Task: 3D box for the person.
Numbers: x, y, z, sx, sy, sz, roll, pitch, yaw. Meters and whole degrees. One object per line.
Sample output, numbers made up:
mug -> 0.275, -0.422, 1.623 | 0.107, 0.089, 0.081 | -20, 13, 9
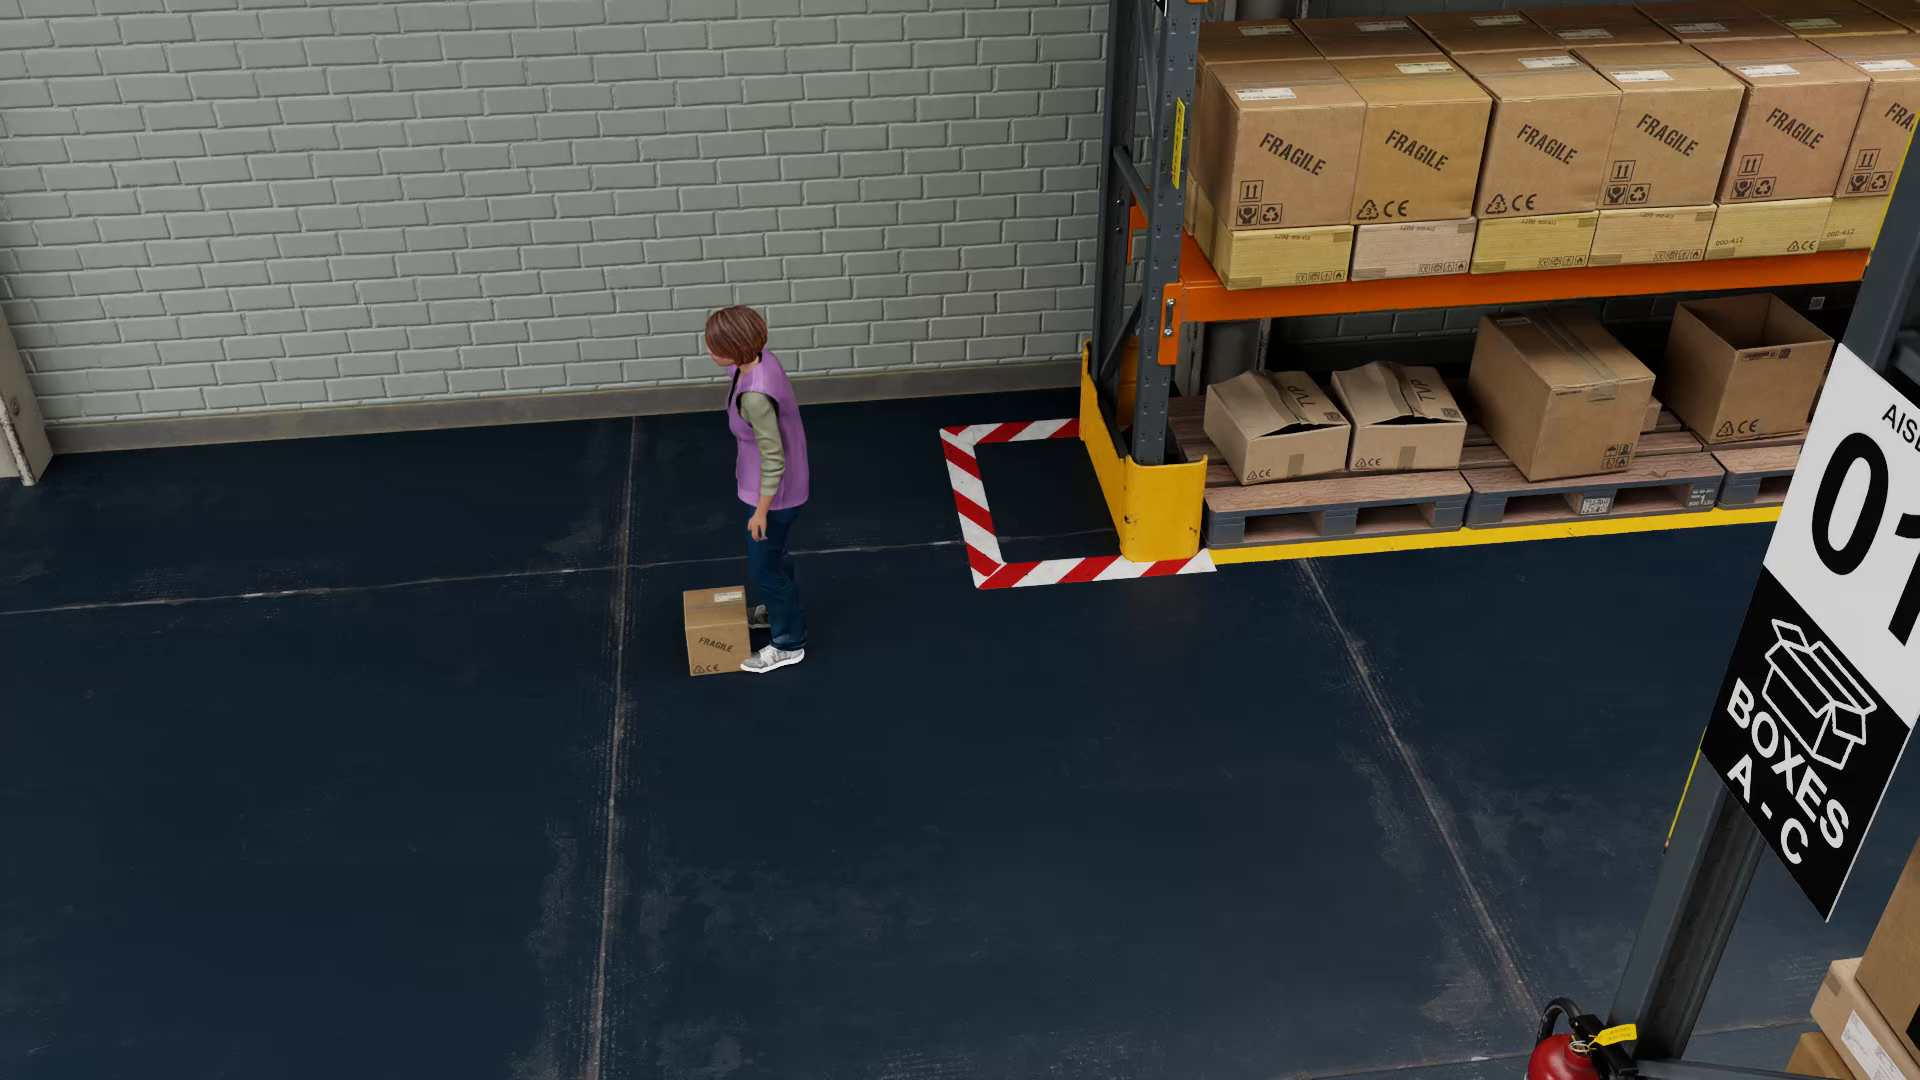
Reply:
person -> -0.756, -0.195, 6.439 | 0.340, 1.582, 0.483 | -6, 36, -8
